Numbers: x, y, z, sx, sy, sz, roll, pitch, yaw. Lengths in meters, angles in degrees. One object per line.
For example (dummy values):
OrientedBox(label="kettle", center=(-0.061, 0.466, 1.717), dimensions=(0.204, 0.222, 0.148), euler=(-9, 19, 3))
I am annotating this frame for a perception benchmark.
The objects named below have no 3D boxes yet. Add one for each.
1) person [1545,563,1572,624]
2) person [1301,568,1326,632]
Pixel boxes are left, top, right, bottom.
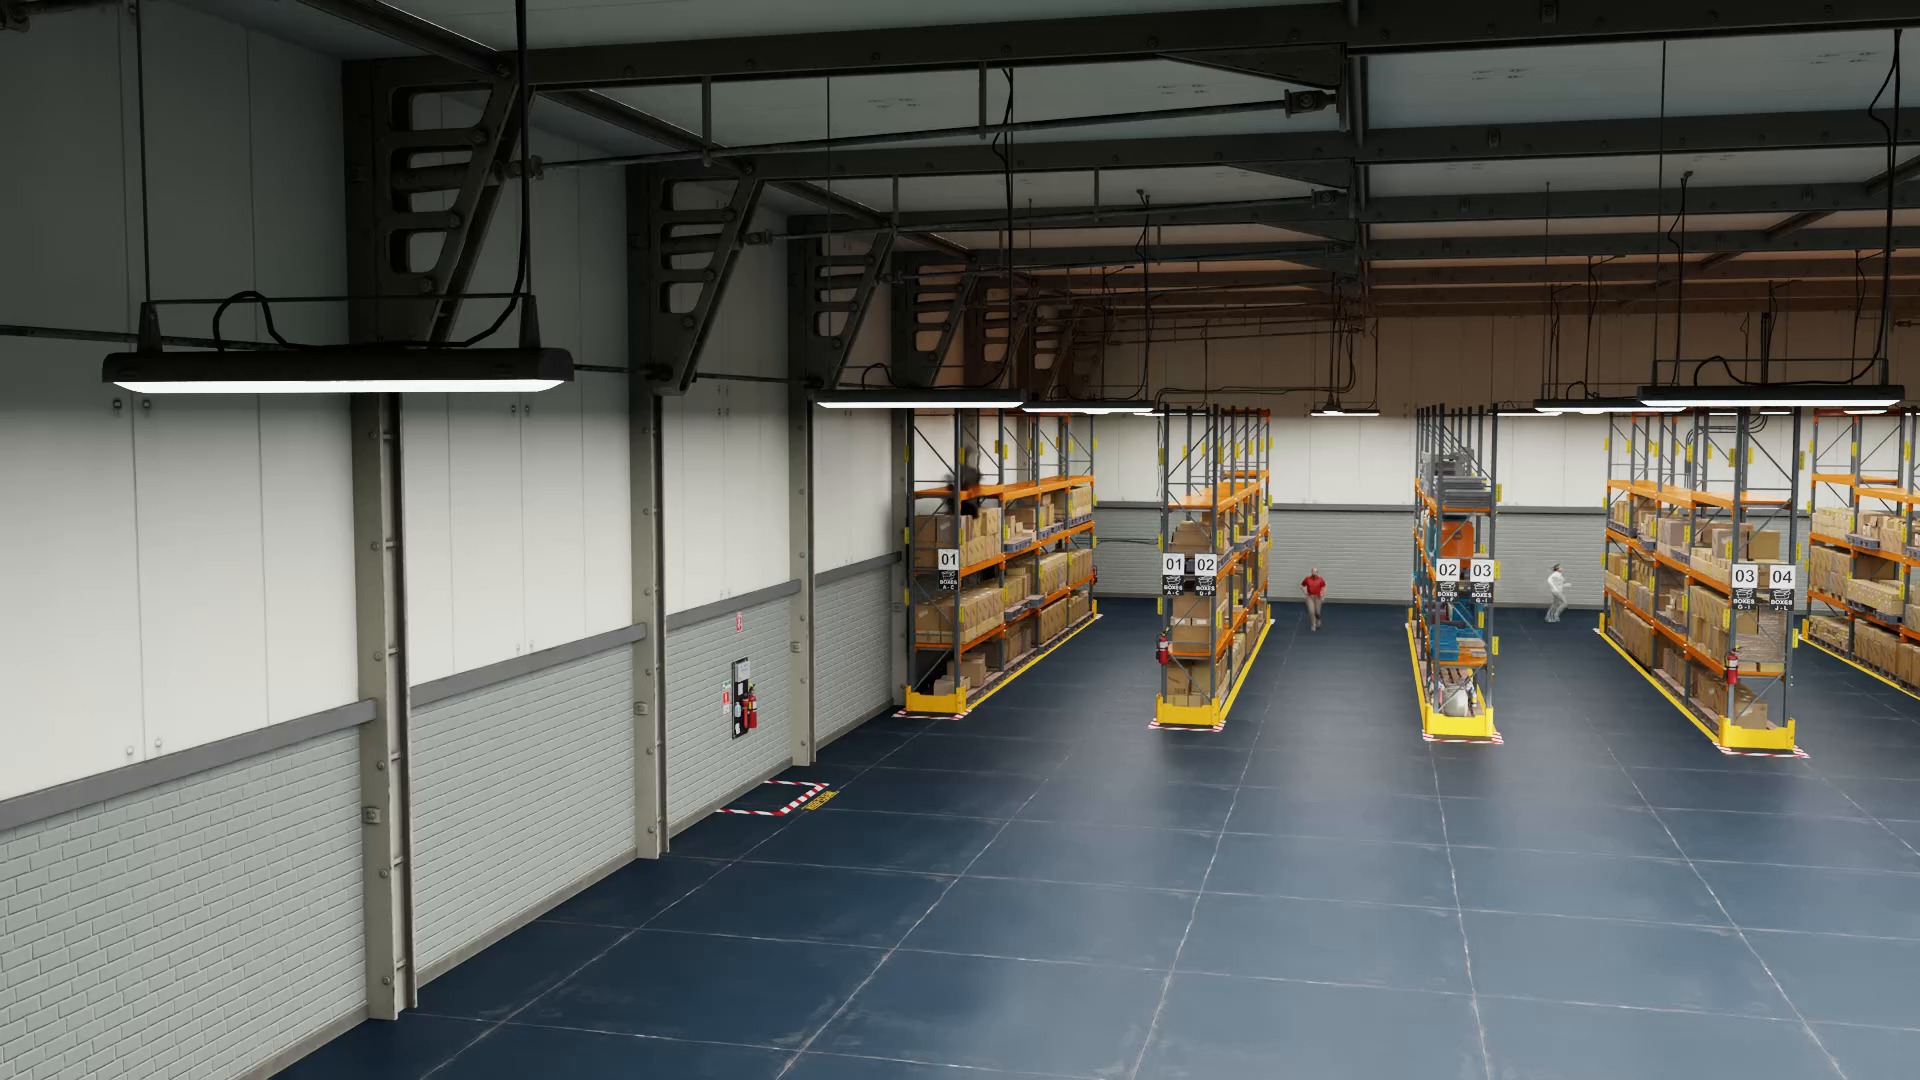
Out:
OrientedBox(label="person", center=(16.800, 1.489, 46.691), dimensions=(0.679, 1.708, 0.587), euler=(2, 5, 25))
OrientedBox(label="person", center=(9.583, 1.607, 45.113), dimensions=(0.665, 1.716, 0.737), euler=(1, 4, 7))
